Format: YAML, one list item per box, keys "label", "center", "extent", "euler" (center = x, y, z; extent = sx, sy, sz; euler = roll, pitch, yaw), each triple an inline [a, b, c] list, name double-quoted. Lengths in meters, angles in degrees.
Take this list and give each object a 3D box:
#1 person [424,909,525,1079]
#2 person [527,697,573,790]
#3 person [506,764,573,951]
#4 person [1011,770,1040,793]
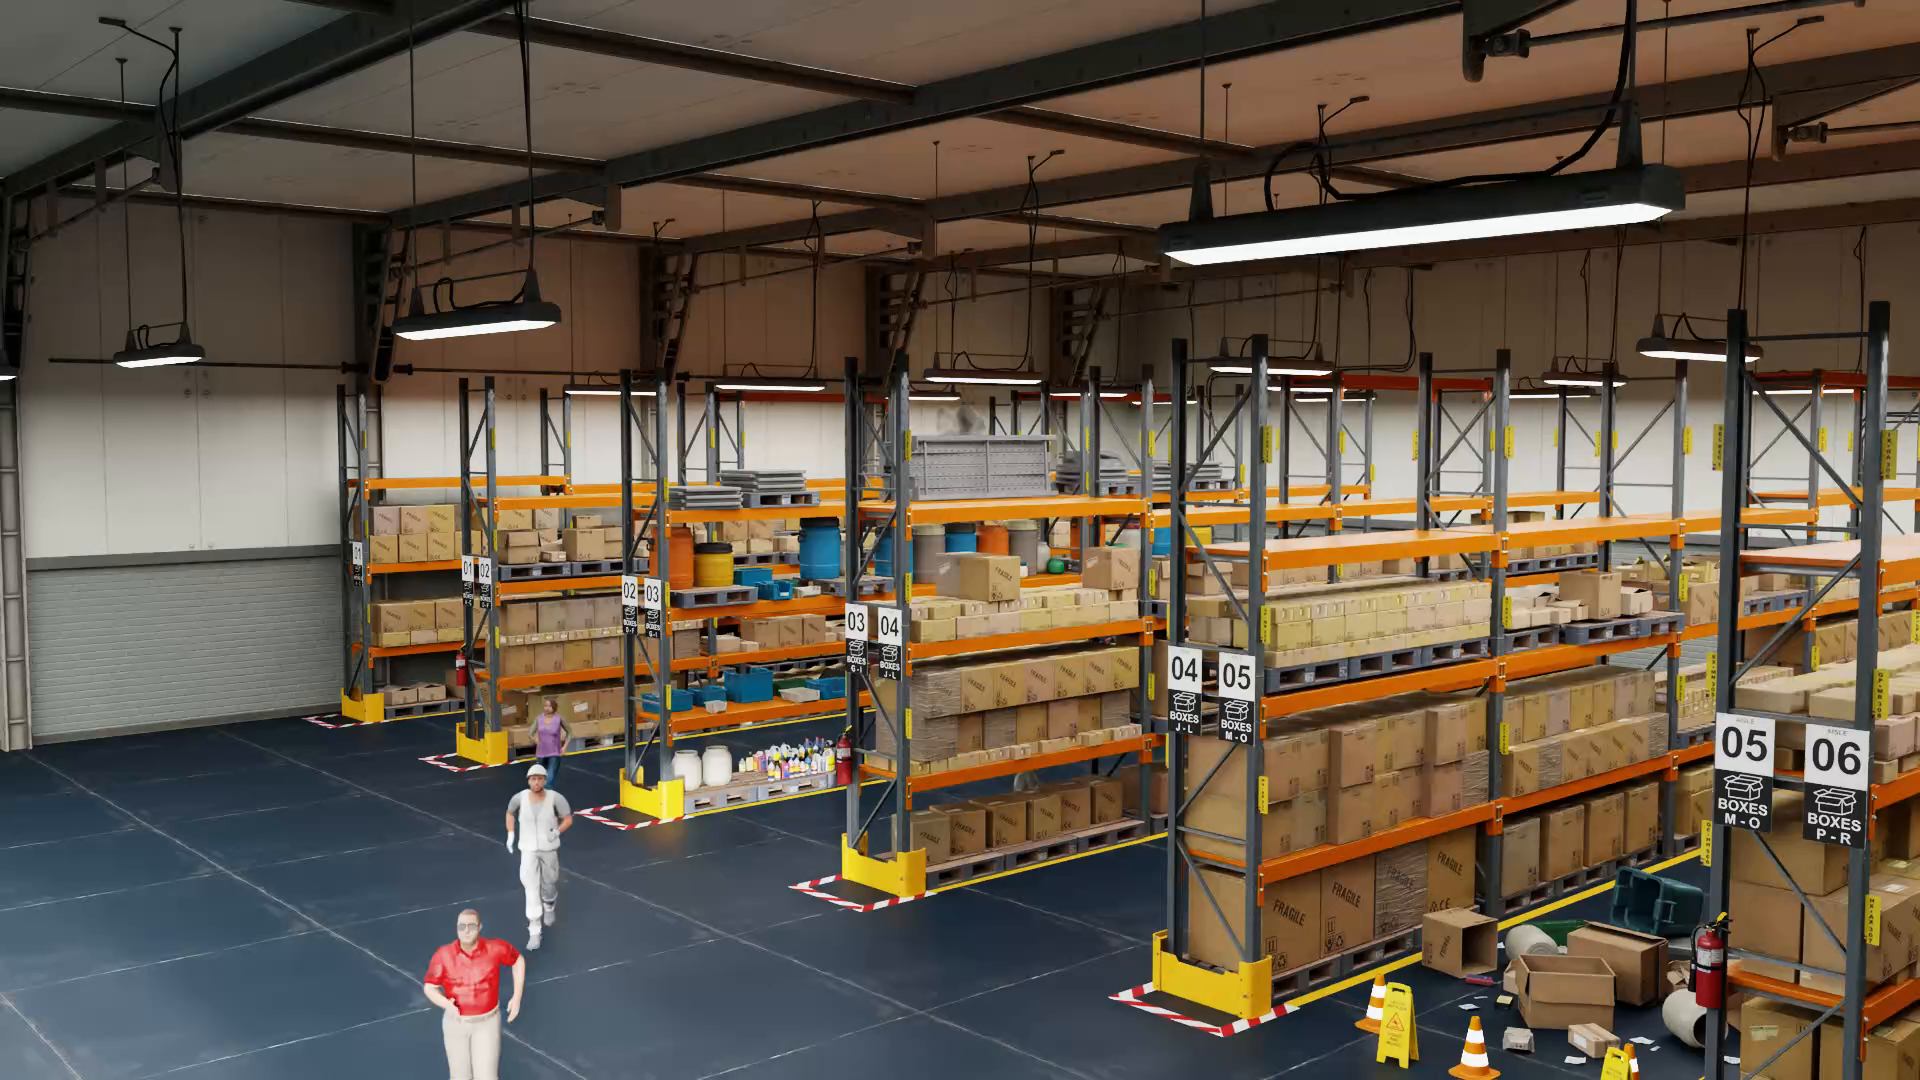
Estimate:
- label: "person"
  center: [-3.499, 3.542, 11.970]
  extent: [0.677, 1.795, 0.741]
  euler: [-1, 4, -9]
- label: "person"
  center: [-5.482, 2.901, 22.121]
  extent: [0.549, 1.616, 0.709]
  euler: [1, 4, 8]
- label: "person"
  center: [-4.272, 3.156, 16.886]
  extent: [0.669, 1.793, 0.880]
  euler: [-1, 4, -12]
- label: "person"
  center: [0.894, 2.792, 23.133]
  extent: [0.549, 1.700, 0.807]
  euler: [3, 5, 39]
